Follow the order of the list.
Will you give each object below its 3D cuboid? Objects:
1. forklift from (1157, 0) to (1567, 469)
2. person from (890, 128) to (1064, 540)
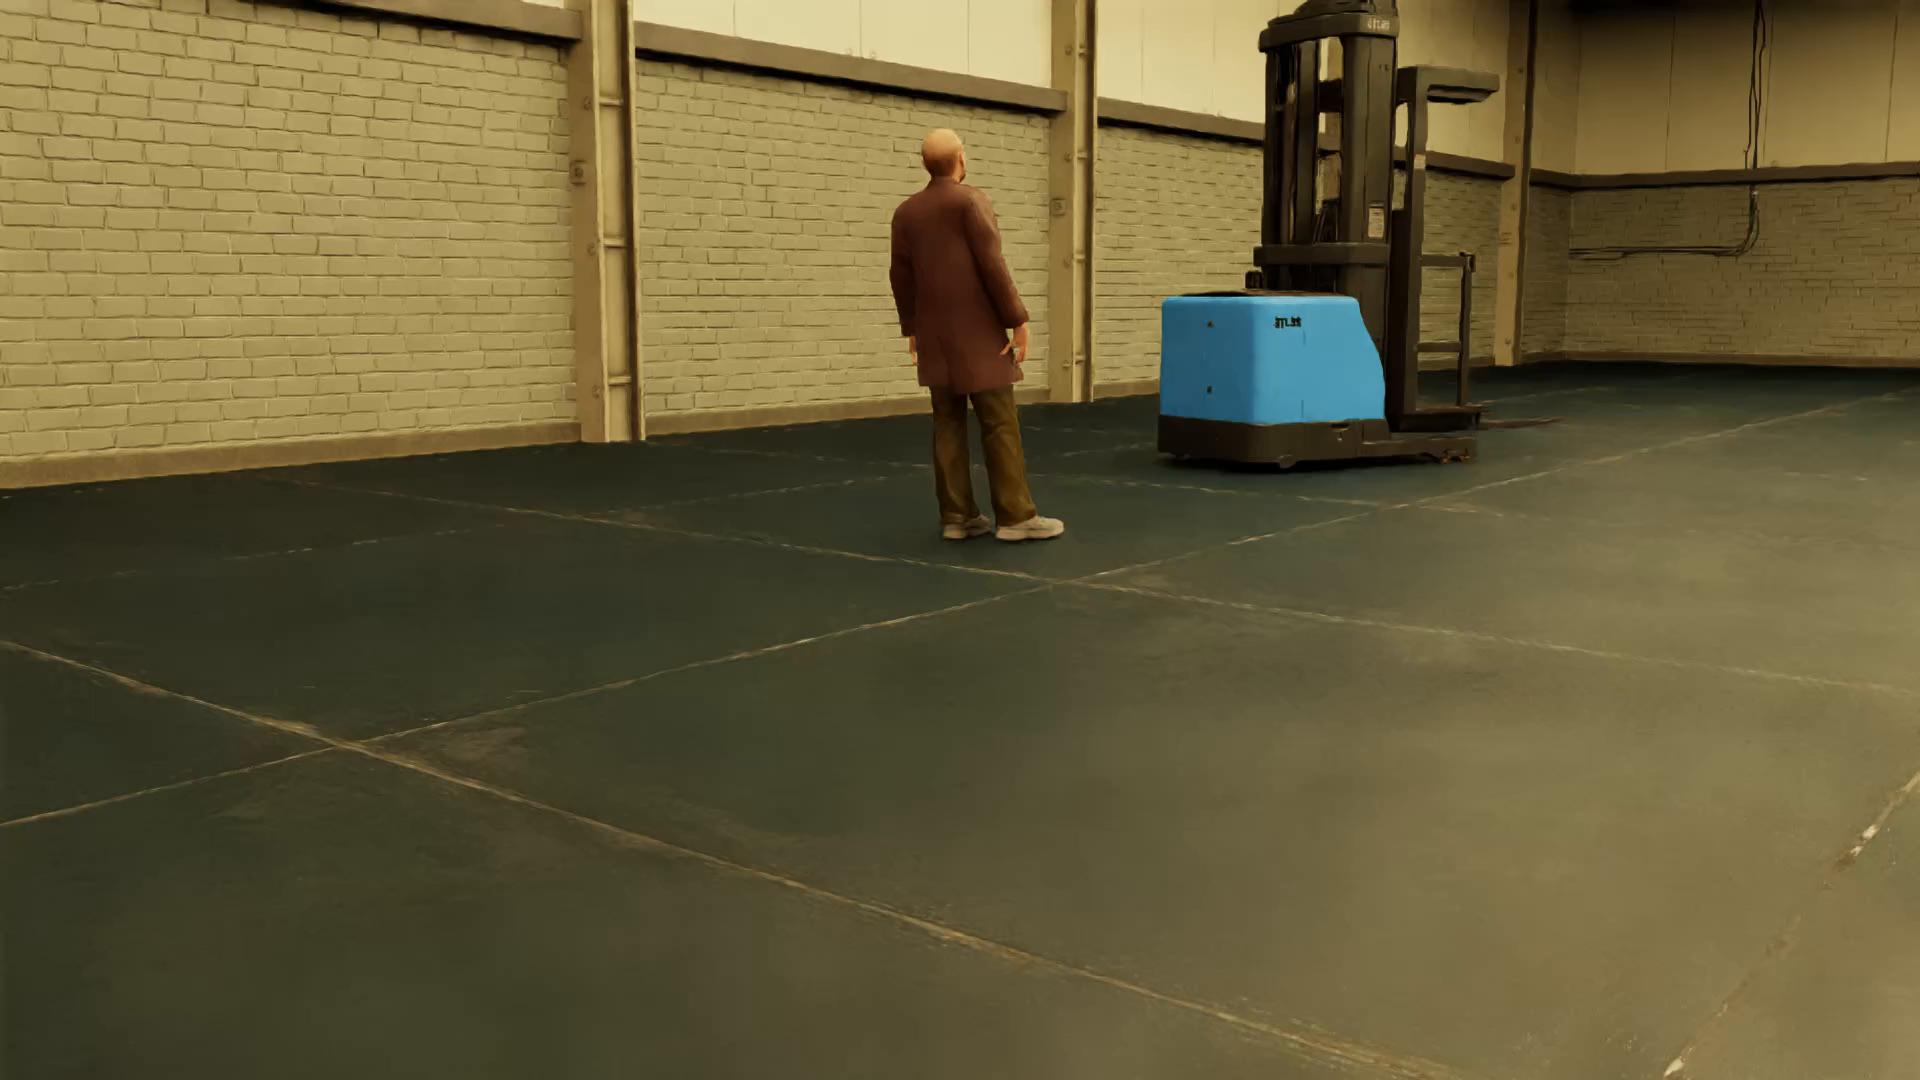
[{"bbox_3d":[2.819,-2.018,11.069,3.031,2.935,1.130,-5,10,-31],"label":"forklift"},{"bbox_3d":[0.061,-0.897,7.343,0.694,1.776,0.580,7,11,38],"label":"person"}]
